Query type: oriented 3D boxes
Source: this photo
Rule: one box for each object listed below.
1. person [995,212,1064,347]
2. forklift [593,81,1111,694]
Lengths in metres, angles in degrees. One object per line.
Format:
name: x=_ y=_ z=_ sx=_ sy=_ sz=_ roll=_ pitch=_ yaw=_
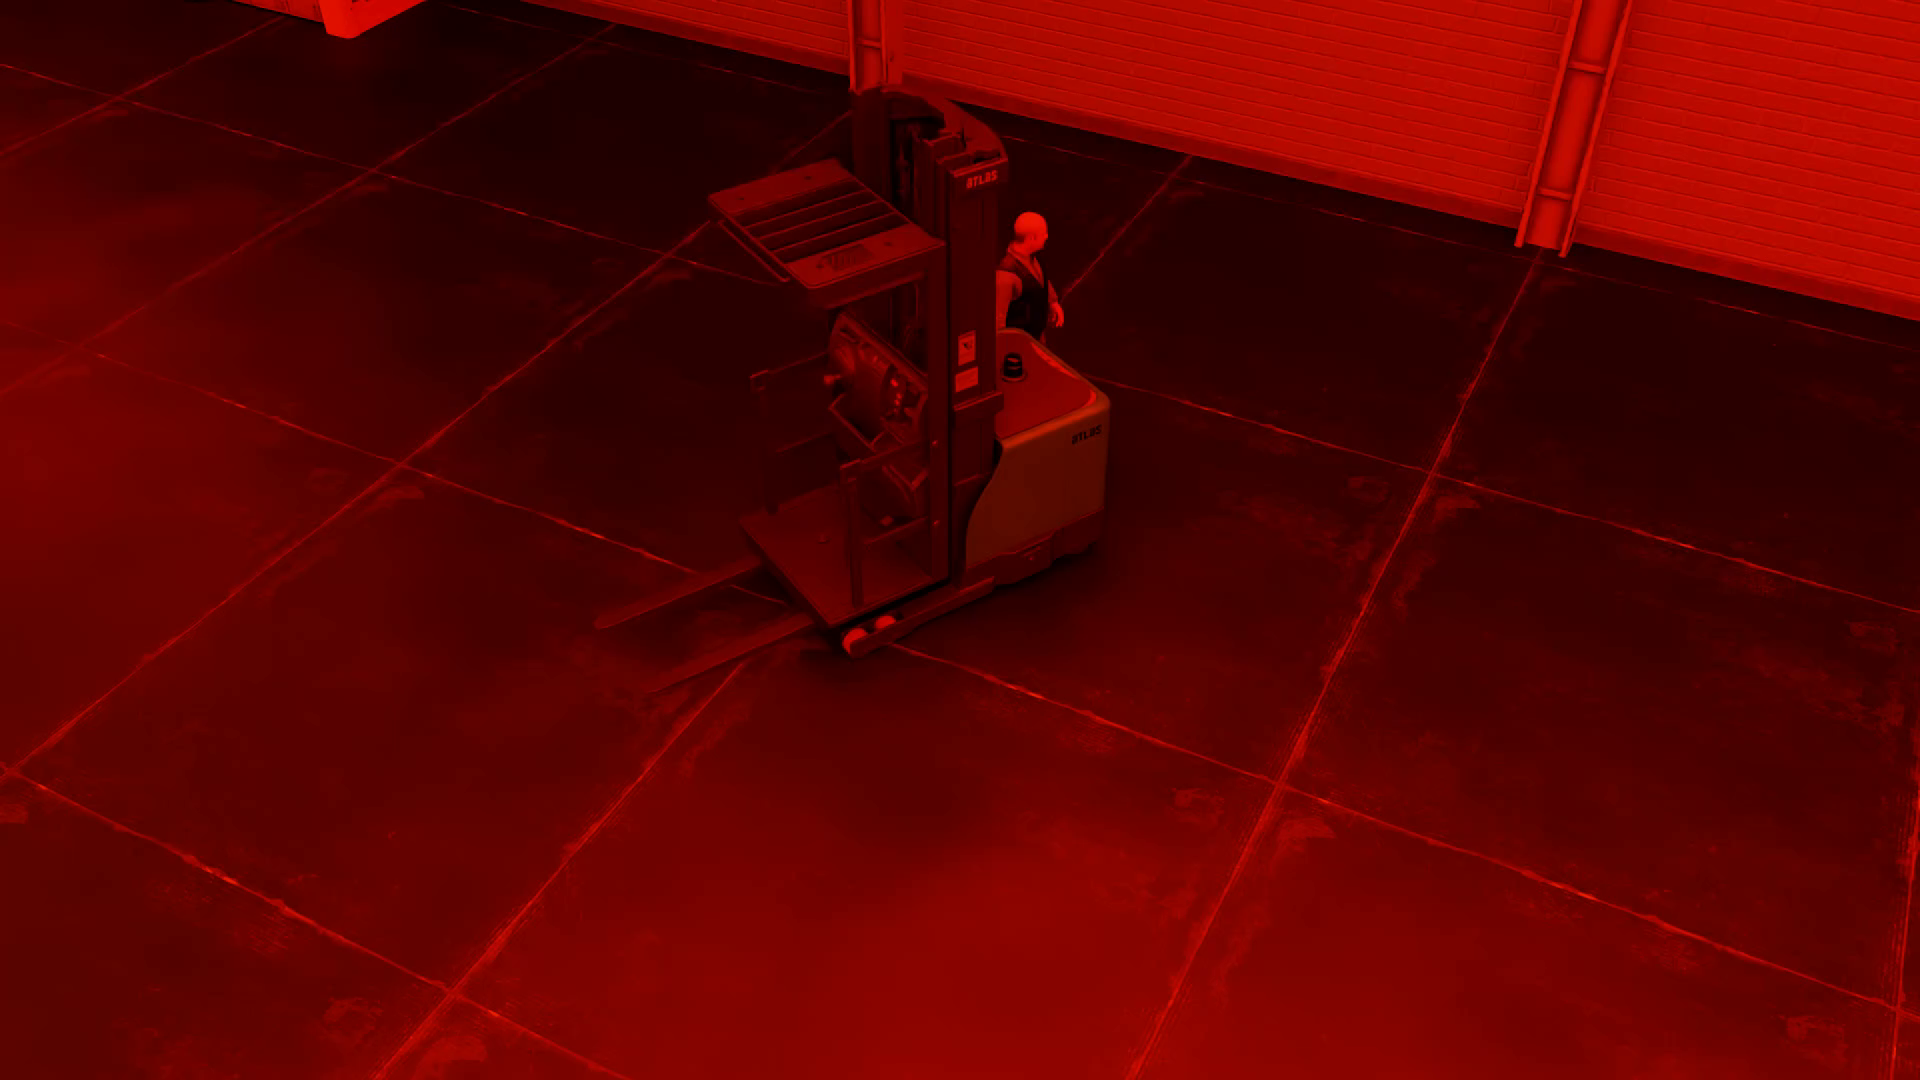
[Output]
person: x=0.415 y=-1.251 z=10.520 sx=0.470 sy=1.590 sz=0.734 roll=14 pitch=42 yaw=16
forklift: x=-0.624 y=-0.842 z=8.986 sx=3.031 sy=2.935 sz=1.130 roll=-23 pitch=45 yaw=-25
